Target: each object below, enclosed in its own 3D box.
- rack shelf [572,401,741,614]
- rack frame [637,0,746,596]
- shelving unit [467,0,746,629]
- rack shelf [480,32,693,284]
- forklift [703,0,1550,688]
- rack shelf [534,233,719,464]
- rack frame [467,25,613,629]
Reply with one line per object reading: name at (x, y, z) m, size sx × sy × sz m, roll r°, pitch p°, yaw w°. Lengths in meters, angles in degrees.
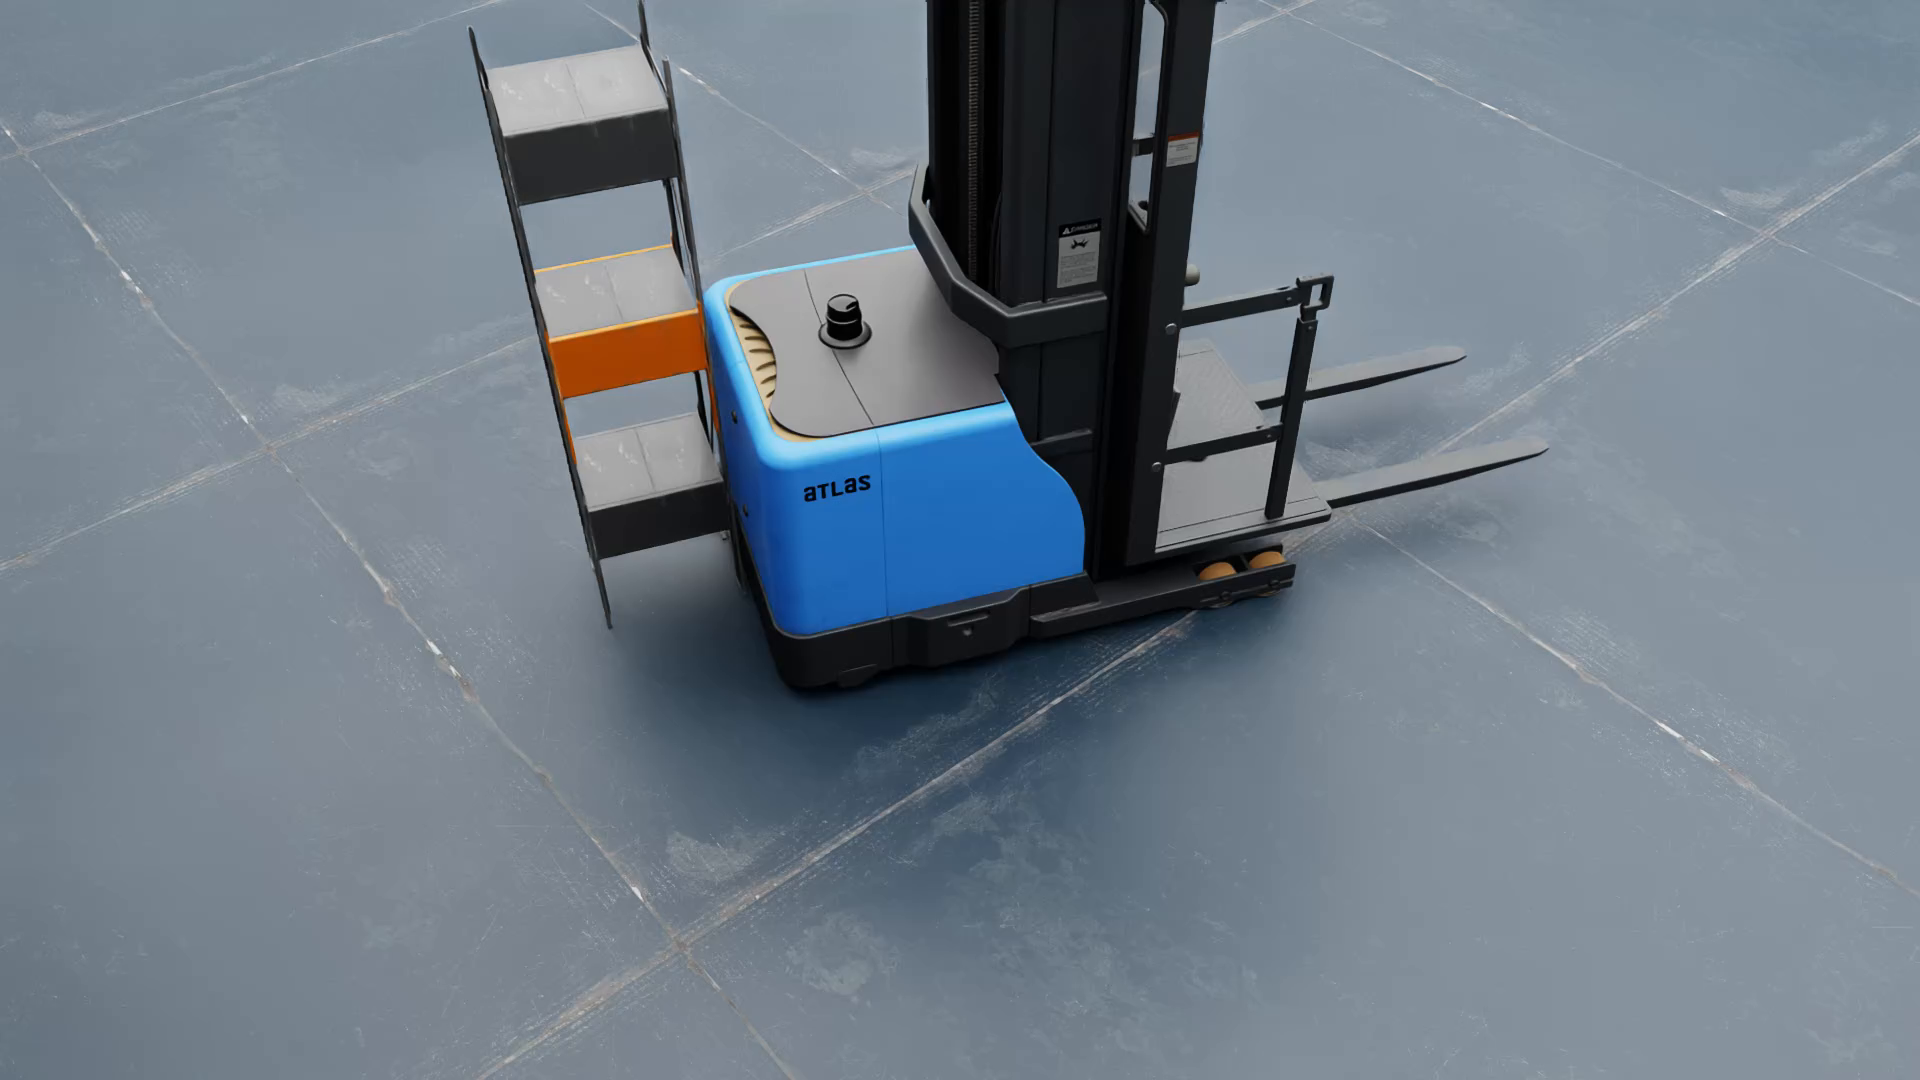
rack shelf at (-1.081, -0.115, 5.876) m, size 0.480 × 0.518 × 0.431 m, roll -14°, pitch 45°, yaw -13°
rack frame at (-0.860, -0.689, 5.440) m, size 0.015 × 2.100 × 0.400 m, roll -14°, pitch 45°, yaw -13°
shelving unit at (-1.090, -0.633, 5.385) m, size 0.503 × 2.100 × 0.431 m, roll -14°, pitch 45°, yaw -13°
rack shelf at (-1.099, -1.131, 4.913) m, size 0.480 × 0.518 × 0.431 m, roll -14°, pitch 45°, yaw -13°
forklift at (0.694, -1.158, 5.342) m, size 3.031 × 2.935 × 1.130 m, roll -12°, pitch 45°, yaw -13°
rack shelf at (-1.090, -0.623, 5.394) m, size 0.480 × 0.518 × 0.431 m, roll -14°, pitch 45°, yaw -13°
rack frame at (-1.321, -0.576, 5.329) m, size 0.015 × 2.100 × 0.400 m, roll -14°, pitch 45°, yaw -13°
